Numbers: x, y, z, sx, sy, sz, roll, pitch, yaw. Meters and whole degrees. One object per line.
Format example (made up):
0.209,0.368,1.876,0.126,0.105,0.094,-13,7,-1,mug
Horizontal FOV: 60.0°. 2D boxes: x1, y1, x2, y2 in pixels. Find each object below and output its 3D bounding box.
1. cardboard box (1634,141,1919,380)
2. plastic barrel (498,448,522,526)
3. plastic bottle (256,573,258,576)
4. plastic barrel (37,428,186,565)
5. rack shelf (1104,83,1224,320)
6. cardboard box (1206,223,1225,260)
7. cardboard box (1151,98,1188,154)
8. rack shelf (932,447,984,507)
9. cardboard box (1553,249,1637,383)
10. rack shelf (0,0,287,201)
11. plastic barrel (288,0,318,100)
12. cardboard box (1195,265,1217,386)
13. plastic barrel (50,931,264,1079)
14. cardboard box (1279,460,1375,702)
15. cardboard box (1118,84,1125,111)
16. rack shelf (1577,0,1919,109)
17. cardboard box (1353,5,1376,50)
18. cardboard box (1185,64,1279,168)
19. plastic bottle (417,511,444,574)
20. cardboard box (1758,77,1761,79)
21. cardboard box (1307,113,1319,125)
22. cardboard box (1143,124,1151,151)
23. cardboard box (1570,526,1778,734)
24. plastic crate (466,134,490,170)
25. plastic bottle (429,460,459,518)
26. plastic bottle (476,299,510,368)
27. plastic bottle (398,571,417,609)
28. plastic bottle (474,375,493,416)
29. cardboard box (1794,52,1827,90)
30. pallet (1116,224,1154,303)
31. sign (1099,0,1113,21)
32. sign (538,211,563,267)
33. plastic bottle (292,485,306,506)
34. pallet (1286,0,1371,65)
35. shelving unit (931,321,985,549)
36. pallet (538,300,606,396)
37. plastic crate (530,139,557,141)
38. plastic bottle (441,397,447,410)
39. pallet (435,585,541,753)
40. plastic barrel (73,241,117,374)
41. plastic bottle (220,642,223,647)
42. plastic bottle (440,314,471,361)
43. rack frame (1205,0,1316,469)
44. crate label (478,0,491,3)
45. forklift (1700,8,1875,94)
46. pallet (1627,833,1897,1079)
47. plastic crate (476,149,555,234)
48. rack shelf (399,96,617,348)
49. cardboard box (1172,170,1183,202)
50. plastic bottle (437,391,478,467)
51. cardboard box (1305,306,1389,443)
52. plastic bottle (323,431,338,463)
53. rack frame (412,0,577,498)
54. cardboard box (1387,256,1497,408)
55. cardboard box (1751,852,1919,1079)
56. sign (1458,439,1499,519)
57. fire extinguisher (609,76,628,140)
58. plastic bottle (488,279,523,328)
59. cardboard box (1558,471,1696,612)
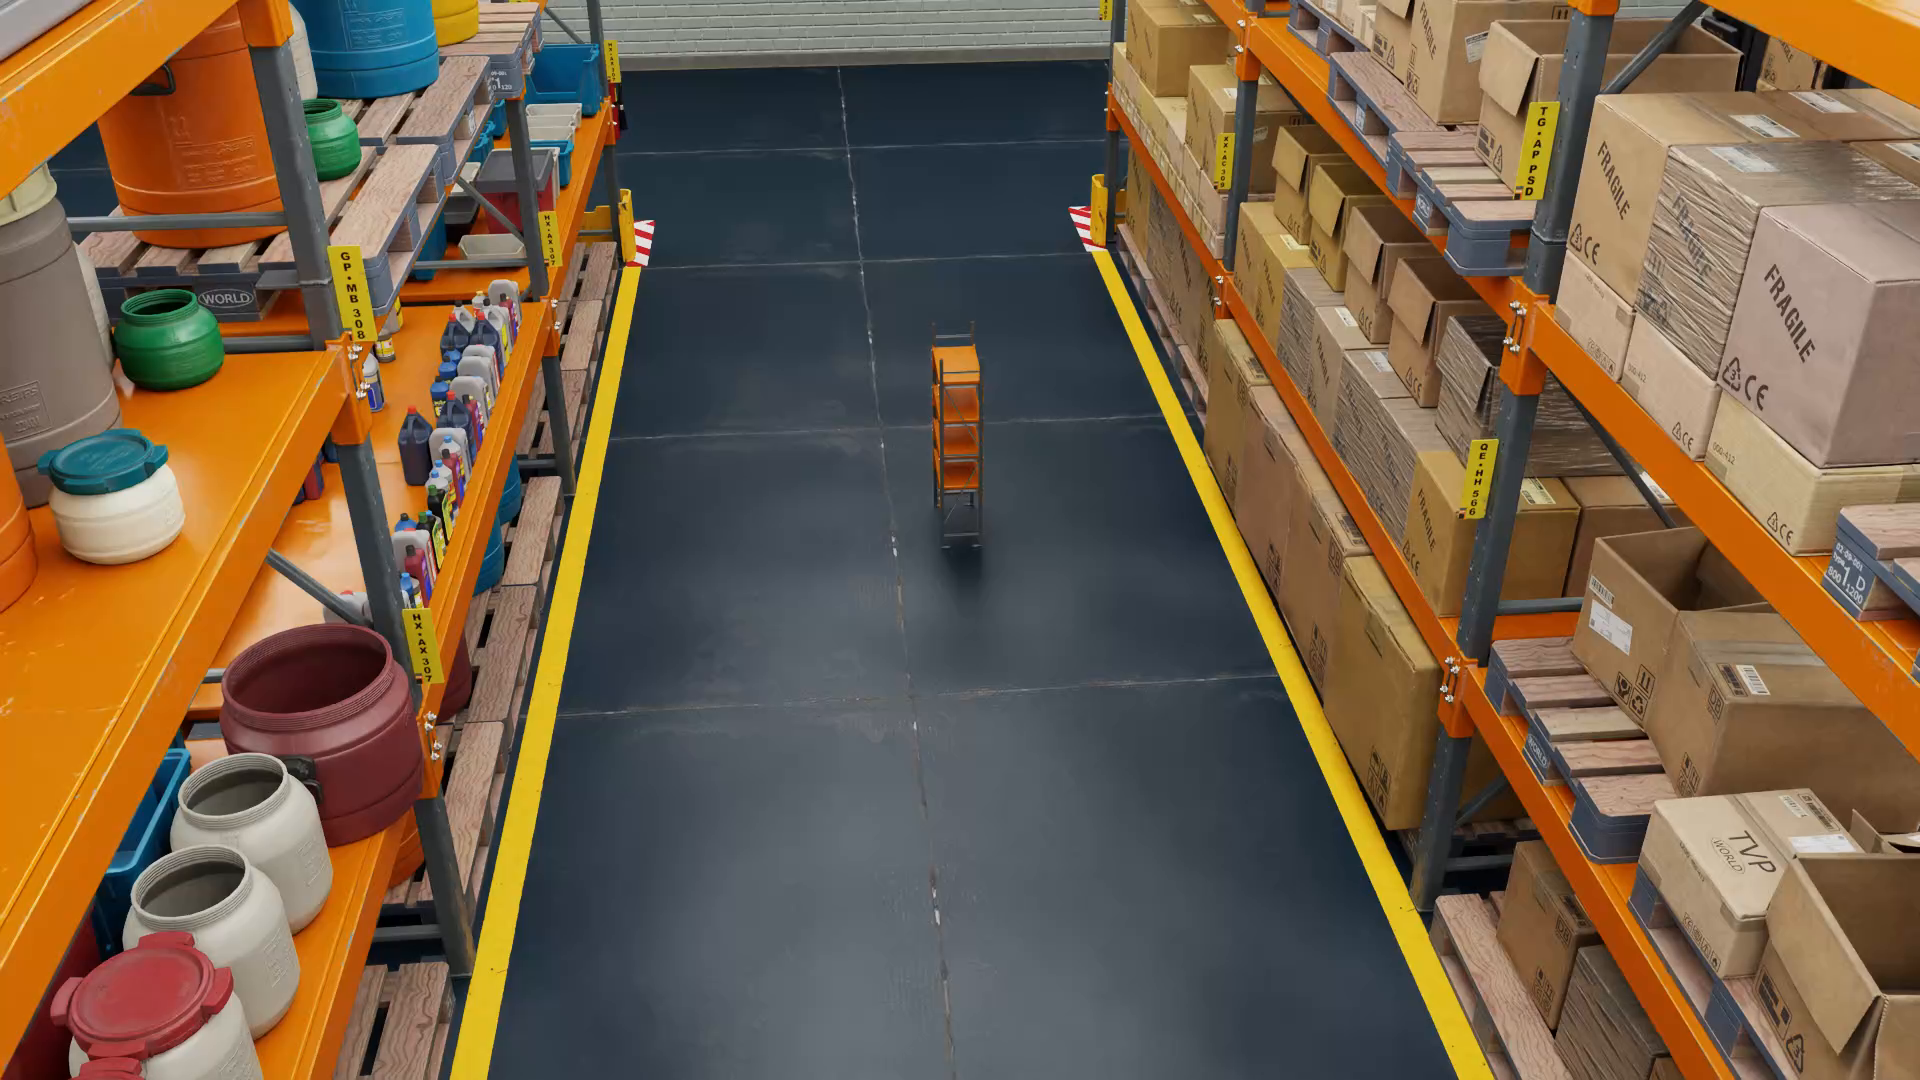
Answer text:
2.273,-0.785,4.629,0.500,0.500,0.500,-3,31,-4,cardboard box
-2.829,-0.557,9.394,0.600,0.901,0.708,-3,31,-5,plastic barrel
-2.993,0.059,6.920,0.097,0.201,0.097,0,31,0,plastic bottle
-2.138,-0.104,4.209,0.301,0.262,0.301,0,31,0,plastic barrel
1.881,-2.505,11.721,1.077,0.370,4.000,-3,31,-5,rack shelf
1.714,-1.825,10.126,0.380,0.149,0.250,-3,31,-4,cardboard box
1.623,-2.853,11.457,0.500,0.250,0.500,-3,31,-6,cardboard box
-0.015,-0.371,9.721,0.258,0.148,0.480,-3,31,-5,rack shelf
2.232,-0.722,5.255,0.500,0.250,0.500,-2,31,-4,cardboard box
-2.303,-0.587,3.050,1.077,0.370,4.000,-3,31,-5,rack shelf
-2.805,-1.938,6.603,0.433,0.535,0.433,0,31,0,plastic barrel
2.086,-1.402,10.835,0.875,0.875,0.875,-3,31,-5,cardboard box
-2.096,1.376,4.389,0.433,0.535,0.433,0,31,0,plastic barrel
2.322,0.172,8.200,1.225,0.875,0.875,-3,31,-4,cardboard box
1.424,-3.400,12.762,0.380,0.149,0.250,-3,31,-5,cardboard box
2.629,-0.825,3.447,1.077,0.370,4.000,-3,31,-5,rack shelf
2.058,-2.386,7.730,0.380,0.149,0.250,-4,31,-7,cardboard box
1.716,-2.656,10.397,0.500,0.500,0.500,-2,31,-4,cardboard box
-2.218,-0.007,6.950,0.061,0.283,0.133,-3,31,-5,plastic bottle
6.411,-3.604,13.105,0.380,0.149,0.250,-2,31,-3,cardboard box
2.278,-2.435,10.027,0.500,0.500,0.500,-3,31,-5,cardboard box
1.522,-2.874,11.882,0.380,0.149,0.250,-3,31,-5,cardboard box
2.532,0.300,5.817,0.500,0.500,0.500,-6,31,-11,cardboard box
-3.391,-2.585,11.257,0.416,0.233,0.300,-3,31,-5,plastic crate
-2.278,-0.227,7.331,0.097,0.271,0.097,0,31,0,plastic bottle
-2.452,-1.081,8.683,0.144,0.351,0.185,-3,31,-5,plastic bottle
-2.192,0.245,6.541,0.097,0.271,0.097,0,31,0,plastic bottle
-2.373,-0.714,8.215,0.097,0.201,0.097,0,31,0,plastic bottle
6.518,-3.427,12.175,0.500,0.500,0.500,-2,31,-4,cardboard box
1.847,-2.234,13.284,1.003,0.211,1.213,-3,31,-5,pallet
1.141,-4.217,12.965,0.100,0.325,0.005,-3,31,-5,sign
-2.315,-1.700,9.402,0.100,0.325,0.005,-3,31,-5,sign
-3.032,-0.345,7.452,0.144,0.351,0.185,-3,31,-5,plastic bottle
2.203,-2.533,8.328,0.805,0.209,1.217,-4,31,-7,pallet
-0.015,-0.600,9.584,0.258,1.200,0.503,-3,31,-5,shelving unit
-3.088,-1.357,11.816,1.003,0.211,1.213,-3,31,-5,pallet
-2.871,-2.663,11.482,0.298,0.136,0.250,-3,31,-5,plastic crate
-2.399,-0.555,7.880,0.097,0.271,0.097,0,31,0,plastic bottle
-2.715,0.662,8.437,1.003,0.211,1.213,-3,31,-5,pallet
-2.765,-0.676,4.923,0.421,0.512,0.421,0,31,0,plastic barrel
-2.945,0.326,6.474,0.097,0.201,0.097,0,31,0,plastic bottle
-2.578,-0.980,8.514,0.144,0.351,0.185,-3,31,-5,plastic bottle
2.068,-1.793,9.827,1.000,3.000,0.127,-3,31,-5,rack frame
-2.621,-2.994,9.170,0.293,0.136,0.466,-3,31,-5,crate label
4.607,-1.385,9.210,1.130,2.935,3.031,-3,31,-6,forklift
2.668,1.340,4.769,1.003,0.211,1.213,-3,31,-5,pallet
-2.697,-2.077,10.182,0.402,0.464,0.583,-3,31,-5,plastic crate
-3.050,-2.268,11.324,1.077,0.370,4.000,-3,31,-5,rack shelf
1.617,-2.351,11.006,0.380,0.149,0.250,-2,31,-4,cardboard box
-2.349,-0.519,7.742,0.144,0.351,0.185,-3,31,-5,plastic bottle
2.010,-0.814,8.090,0.500,0.500,0.500,-2,31,-4,cardboard box
-2.946,-0.502,7.791,0.097,0.271,0.097,0,31,0,plastic bottle
-2.863,-1.556,9.430,1.000,3.000,0.127,-3,31,-5,rack frame
2.332,-0.931,7.309,0.797,0.503,0.637,-2,31,-3,cardboard box
2.562,1.186,4.329,0.797,0.503,0.637,0,31,0,cardboard box
1.890,-0.220,6.064,0.100,0.325,0.005,-3,31,-5,sign
-2.799,-3.504,13.130,0.296,0.674,0.183,-3,31,-5,fire extinguisher
-2.505,-1.317,9.151,0.152,0.276,0.135,-3,31,-5,plastic bottle
2.667,-0.055,6.820,0.500,0.500,0.500,-2,31,-3,cardboard box
